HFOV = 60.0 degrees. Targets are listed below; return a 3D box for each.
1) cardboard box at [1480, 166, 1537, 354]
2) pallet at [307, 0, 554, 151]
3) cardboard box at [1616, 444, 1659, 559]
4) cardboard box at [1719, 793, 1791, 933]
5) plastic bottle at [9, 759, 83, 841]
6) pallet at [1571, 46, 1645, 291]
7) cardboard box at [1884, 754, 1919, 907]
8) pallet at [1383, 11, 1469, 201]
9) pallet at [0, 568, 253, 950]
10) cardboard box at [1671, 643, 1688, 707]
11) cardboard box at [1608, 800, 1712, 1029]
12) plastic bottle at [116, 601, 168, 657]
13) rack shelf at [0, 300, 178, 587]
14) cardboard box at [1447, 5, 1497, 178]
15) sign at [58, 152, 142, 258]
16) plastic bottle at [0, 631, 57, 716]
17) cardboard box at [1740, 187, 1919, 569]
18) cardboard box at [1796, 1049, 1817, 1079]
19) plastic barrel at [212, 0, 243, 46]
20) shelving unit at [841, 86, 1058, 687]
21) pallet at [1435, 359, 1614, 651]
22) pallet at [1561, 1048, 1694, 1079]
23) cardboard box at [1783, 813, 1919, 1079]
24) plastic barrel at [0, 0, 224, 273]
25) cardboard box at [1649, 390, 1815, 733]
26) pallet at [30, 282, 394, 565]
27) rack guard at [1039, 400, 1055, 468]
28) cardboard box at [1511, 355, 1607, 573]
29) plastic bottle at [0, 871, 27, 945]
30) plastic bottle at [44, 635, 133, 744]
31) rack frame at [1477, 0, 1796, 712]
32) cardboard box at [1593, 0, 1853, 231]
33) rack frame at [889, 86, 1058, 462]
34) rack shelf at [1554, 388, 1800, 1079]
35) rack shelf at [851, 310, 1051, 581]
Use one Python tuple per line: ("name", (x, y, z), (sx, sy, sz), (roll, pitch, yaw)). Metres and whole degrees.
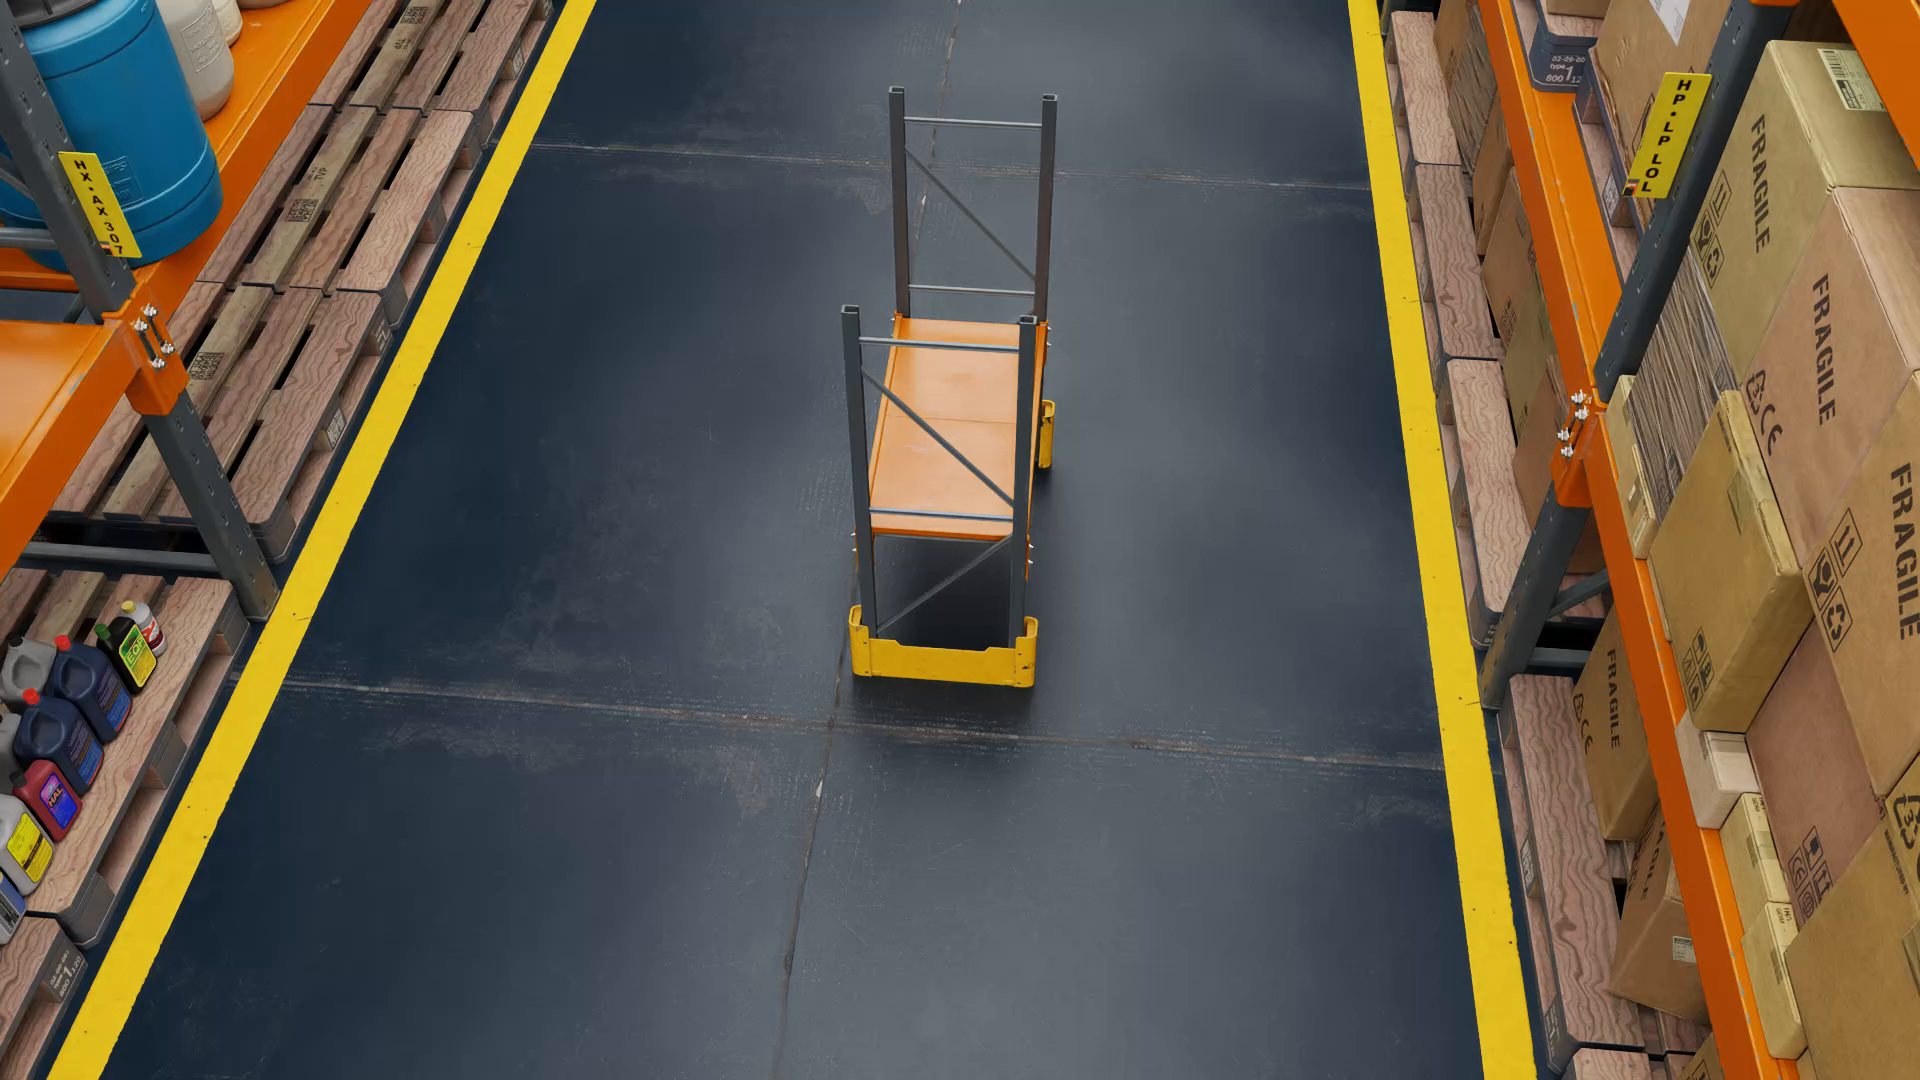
("cardboard box", (2.342, -1.002, 6.029), (0.700, 0.500, 0.500), (0, 48, 0))
("pallet", (-2.525, -2.251, 7.666), (1.003, 0.211, 1.213), (4, 48, 4))
("cardboard box", (1.797, -0.081, 3.962), (0.380, 0.149, 0.250), (4, 48, 4))
("cardboard box", (1.743, 0.656, 3.288), (0.380, 0.149, 0.250), (4, 48, 4))
("plastic bottle", (-2.543, 0.705, 4.615), (0.061, 0.283, 0.133), (7, 48, 6))
("pallet", (2.366, -0.974, 4.738), (1.003, 0.211, 1.213), (4, 48, 4))
("cardboard box", (1.733, 0.458, 2.351), (0.500, 0.500, 0.500), (4, 48, 4))
("pallet", (2.443, -1.911, 7.355), (1.003, 0.211, 1.213), (4, 48, 4))
("pallet", (-2.883, 0.612, 5.047), (1.003, 0.211, 1.213), (4, 48, 4))
("cardboard box", (1.788, 0.289, 3.624), (0.380, 0.149, 0.250), (4, 48, 4))
("cardboard box", (2.031, 0.928, 4.278), (0.500, 0.500, 0.500), (18, 50, 16))
("plastic bottle", (-2.503, 0.264, 5.074), (0.097, 0.201, 0.097), (0, 48, 0))
("rack shelf", (-2.963, 0.893, 3.388), (1.077, 0.370, 4.000), (4, 48, 4))
("cardboard box", (2.437, -1.829, 6.786), (0.700, 0.500, 0.500), (0, 48, 0))
("sign", (-2.234, -0.868, 4.324), (0.100, 0.325, 0.005), (4, 48, 4))
("plastic bottle", (-2.696, 0.409, 4.841), (0.144, 0.351, 0.185), (4, 48, 4))
("cardboard box", (1.813, -0.277, 3.024), (0.500, 0.500, 0.500), (4, 48, 4))
("cardboard box", (1.732, 1.026, 2.949), (0.380, 0.149, 0.250), (4, 48, 4))
("plastic barrel", (-2.507, -1.735, 5.398), (0.301, 0.262, 0.301), (0, 48, 0))
("shelving unit", (-0.007, -0.450, 5.145), (0.587, 1.500, 1.083), (4, 48, 4))
("pallet", (2.221, -0.118, 5.715), (1.003, 0.211, 1.213), (4, 48, 4))
("pallet", (2.017, 1.849, 3.916), (1.003, 0.211, 1.213), (4, 48, 4))
("cardboard box", (1.936, 0.809, 2.708), (0.875, 0.500, 0.500), (4, 48, 4))
("plastic barrel", (-2.444, -1.253, 4.523), (0.600, 0.901, 0.708), (4, 48, 4))
("cardboard box", (1.968, 0.071, 3.383), (0.875, 0.500, 0.500), (4, 48, 4))
("pallet", (-2.748, -0.458, 6.026), (1.003, 0.211, 1.213), (4, 48, 4))
("rack guard", (0.038, -0.394, 5.941), (0.587, 0.250, 0.087), (4, 48, 4))
("cardboard box", (2.229, -0.241, 5.334), (0.700, 0.500, 0.500), (1, 48, 1))
("plastic bottle", (-2.618, 0.941, 4.404), (0.152, 0.276, 0.135), (5, 48, 4))
("plastic bottle", (-2.552, 0.418, 4.832), (0.144, 0.351, 0.185), (3, 48, 2))
("rack frame", (2.152, -0.487, 4.162), (1.000, 3.000, 0.127), (4, 48, 4))
("cardboard box", (2.363, -1.405, 4.311), (1.000, 1.000, 1.000), (4, 48, 4))
("rack frame", (0.039, -0.817, 5.481), (0.500, 1.500, 0.032), (4, 48, 4))
("rack shelf", (1.969, 1.226, 3.084), (1.077, 0.370, 4.000), (4, 48, 4))
("rack shelf", (-0.008, -0.322, 5.272), (0.538, 0.185, 1.000), (4, 48, 4))
